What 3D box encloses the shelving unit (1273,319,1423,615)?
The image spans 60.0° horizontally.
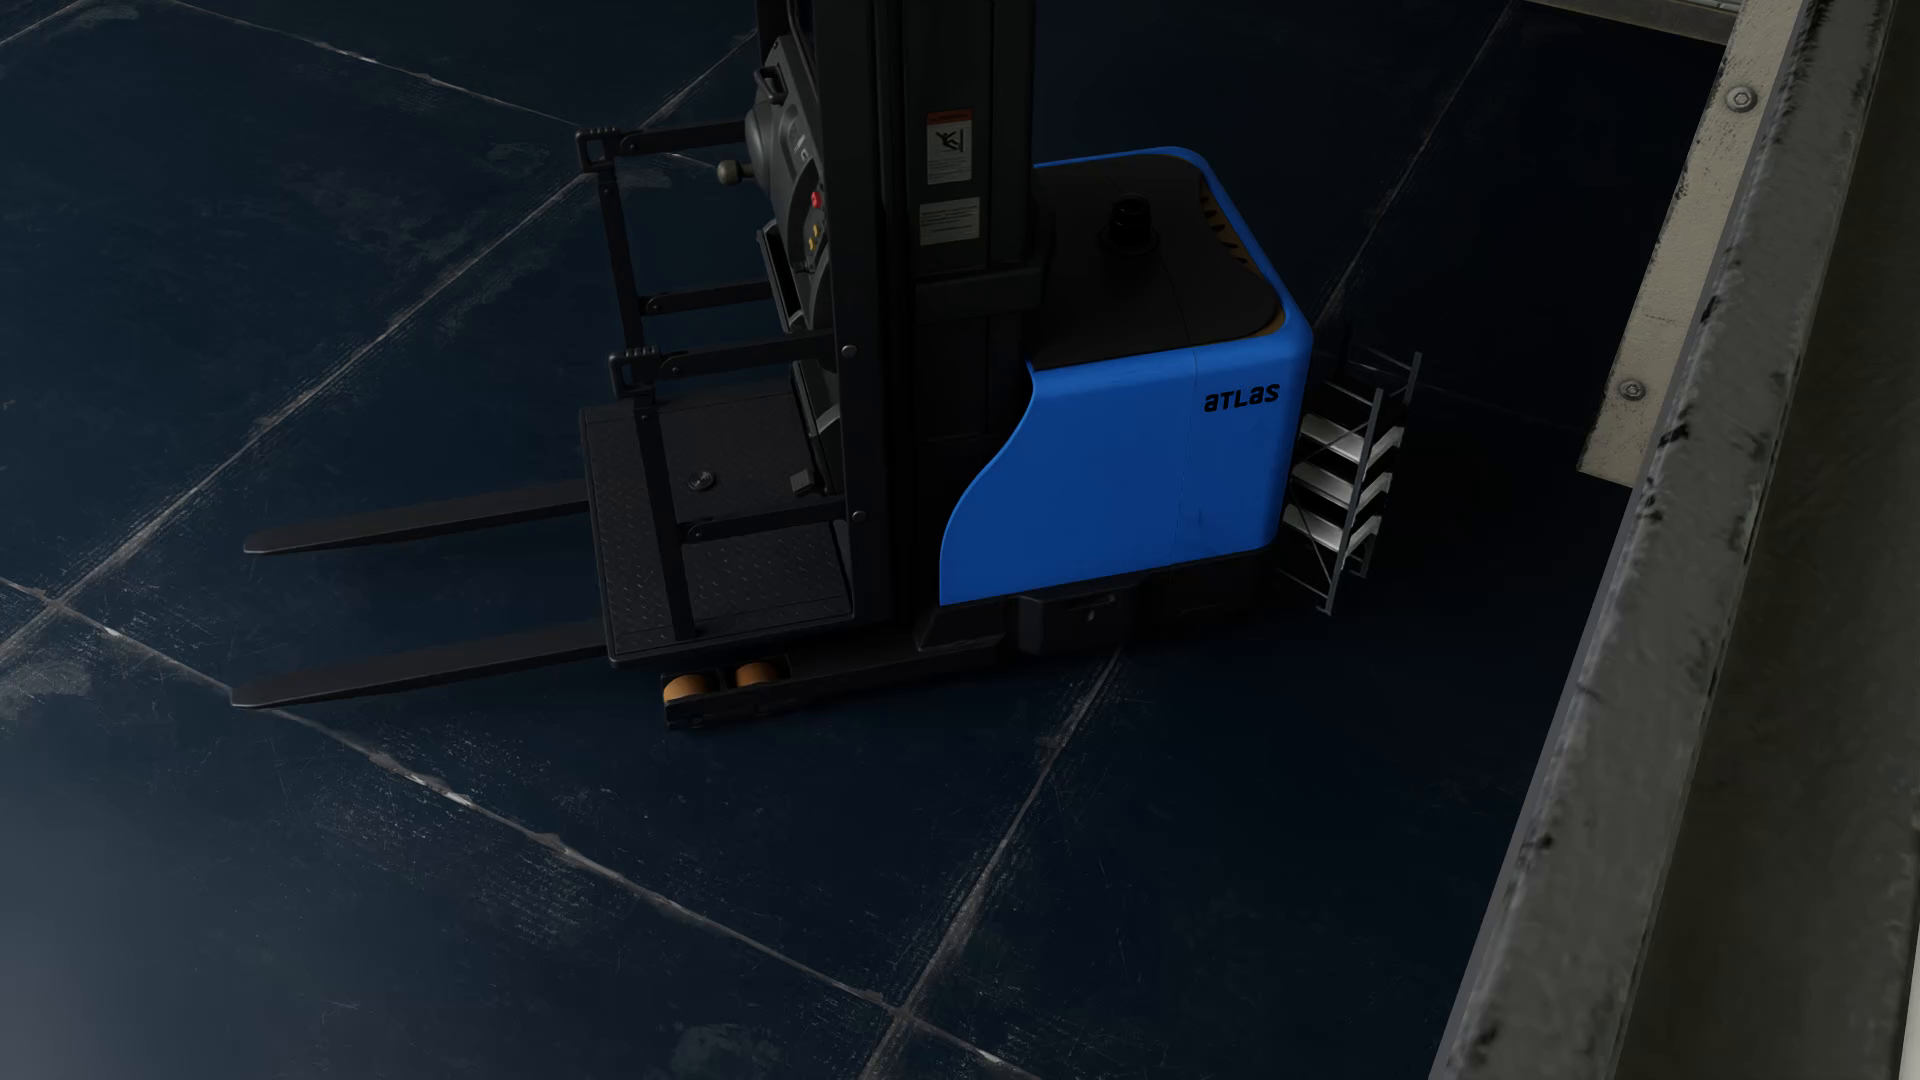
[{"bbox_3d":[1.117,-0.197,4.907,0.258,0.900,0.210,32,53,28],"label":"shelving unit"}]

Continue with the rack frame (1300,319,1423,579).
[{"bbox_3d":[1.184,-0.252,4.961,0.240,0.900,0.006,32,53,28],"label":"rack frame"}]

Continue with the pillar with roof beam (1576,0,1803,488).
[{"bbox_3d":[-1.521,-4.895,3.856,9.100,9.000,0.400,20,49,19],"label":"pillar with roof beam"}]

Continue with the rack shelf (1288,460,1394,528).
[{"bbox_3d":[1.117,-0.174,4.931,0.258,0.077,0.200,32,53,28],"label":"rack shelf"}]

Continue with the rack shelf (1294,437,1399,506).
[{"bbox_3d":[1.117,-0.237,4.867,0.258,0.077,0.200,32,53,28],"label":"rack shelf"}]

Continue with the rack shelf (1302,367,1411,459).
[{"bbox_3d":[1.118,-0.363,4.739,0.258,0.077,0.200,32,53,28],"label":"rack shelf"}]

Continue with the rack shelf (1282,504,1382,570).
[{"bbox_3d":[1.117,-0.047,5.059,0.258,0.077,0.200,32,53,28],"label":"rack shelf"}]

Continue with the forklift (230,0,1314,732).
[{"bbox_3d":[-0.617,-0.901,4.175,3.031,2.935,1.130,-10,46,-10],"label":"forklift"}]

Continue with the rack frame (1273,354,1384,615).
[{"bbox_3d":[1.050,-0.143,4.854,0.240,0.900,0.006,32,53,28],"label":"rack frame"}]

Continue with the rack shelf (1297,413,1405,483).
[{"bbox_3d":[1.117,-0.300,4.803,0.258,0.077,0.200,32,53,28],"label":"rack shelf"}]

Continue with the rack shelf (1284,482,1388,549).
[{"bbox_3d":[1.117,-0.111,4.995,0.258,0.077,0.200,32,53,28],"label":"rack shelf"}]
